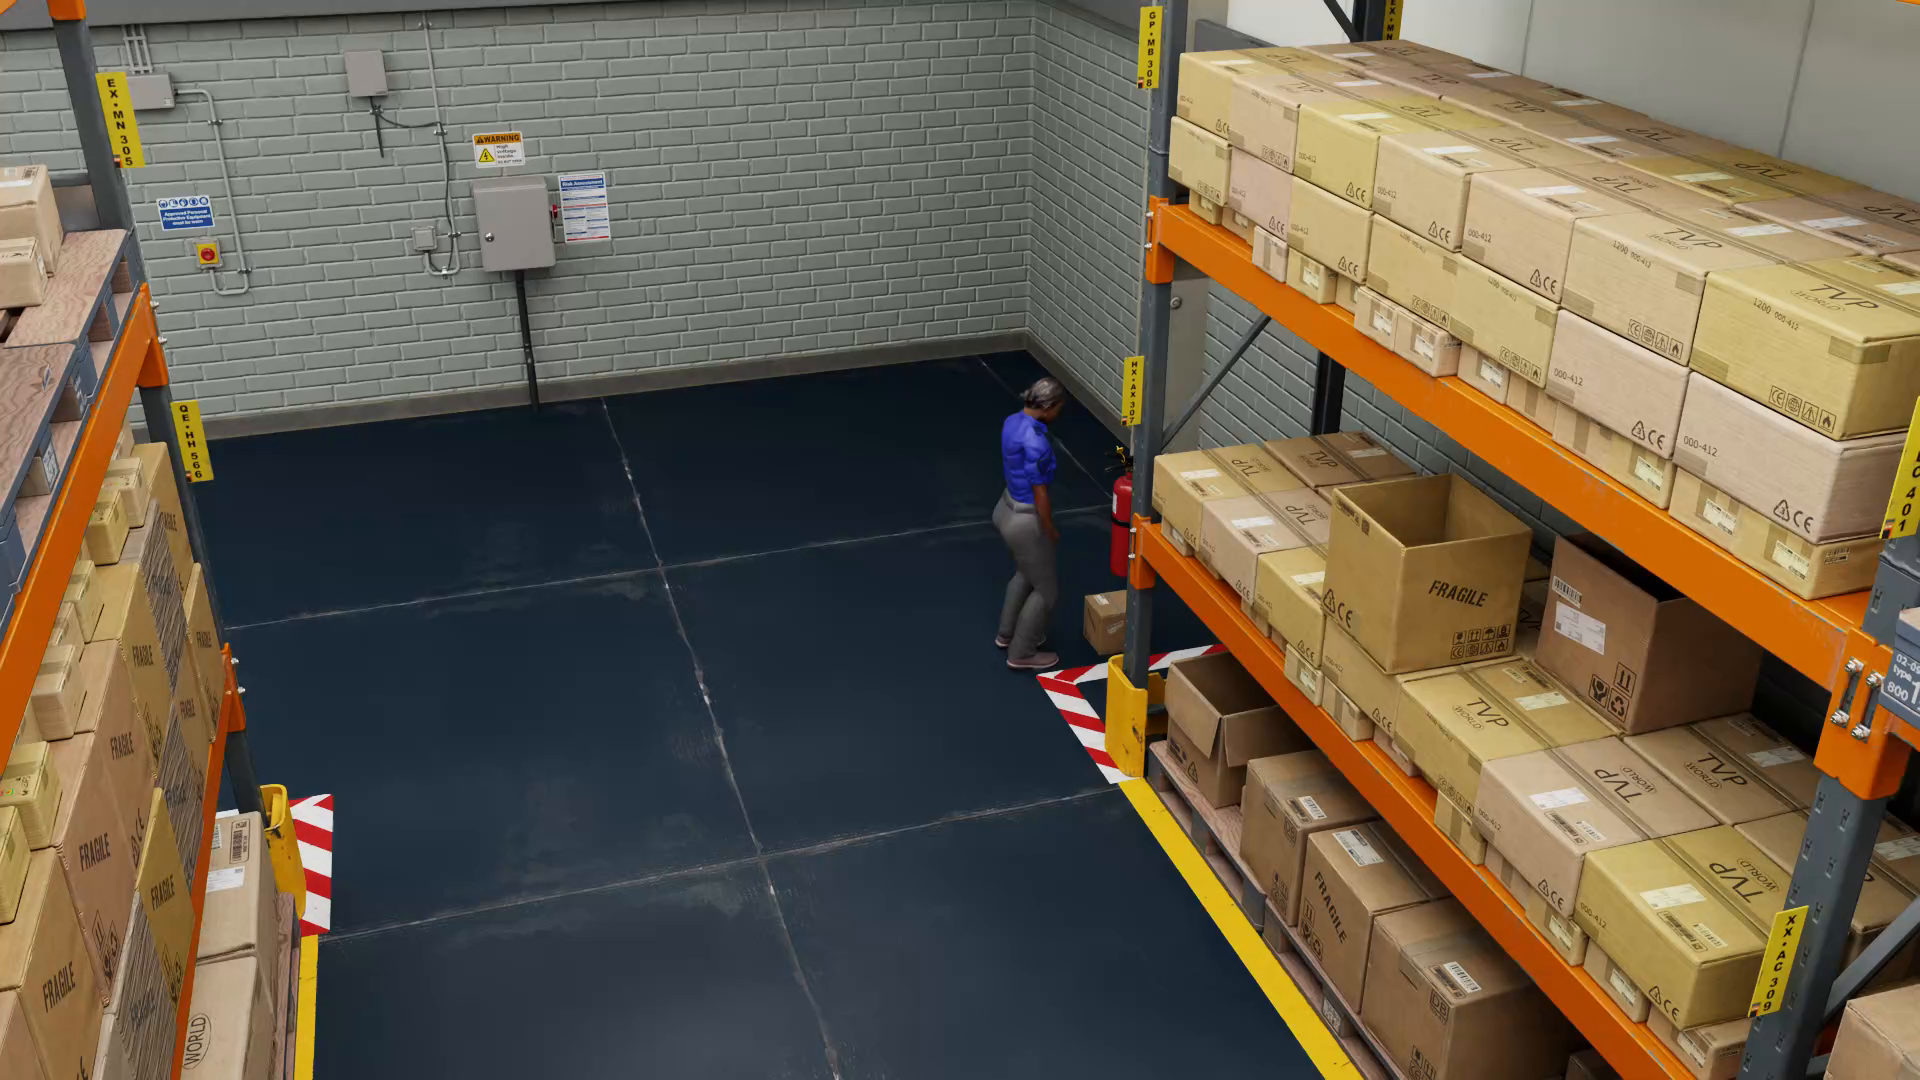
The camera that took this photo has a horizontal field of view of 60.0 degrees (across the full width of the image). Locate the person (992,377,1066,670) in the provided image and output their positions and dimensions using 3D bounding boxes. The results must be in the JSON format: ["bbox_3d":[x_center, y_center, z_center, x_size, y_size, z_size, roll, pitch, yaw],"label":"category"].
[{"bbox_3d":[0.364,-0.098,8.886,0.375,1.610,0.457,-7,27,-13],"label":"person"}]
